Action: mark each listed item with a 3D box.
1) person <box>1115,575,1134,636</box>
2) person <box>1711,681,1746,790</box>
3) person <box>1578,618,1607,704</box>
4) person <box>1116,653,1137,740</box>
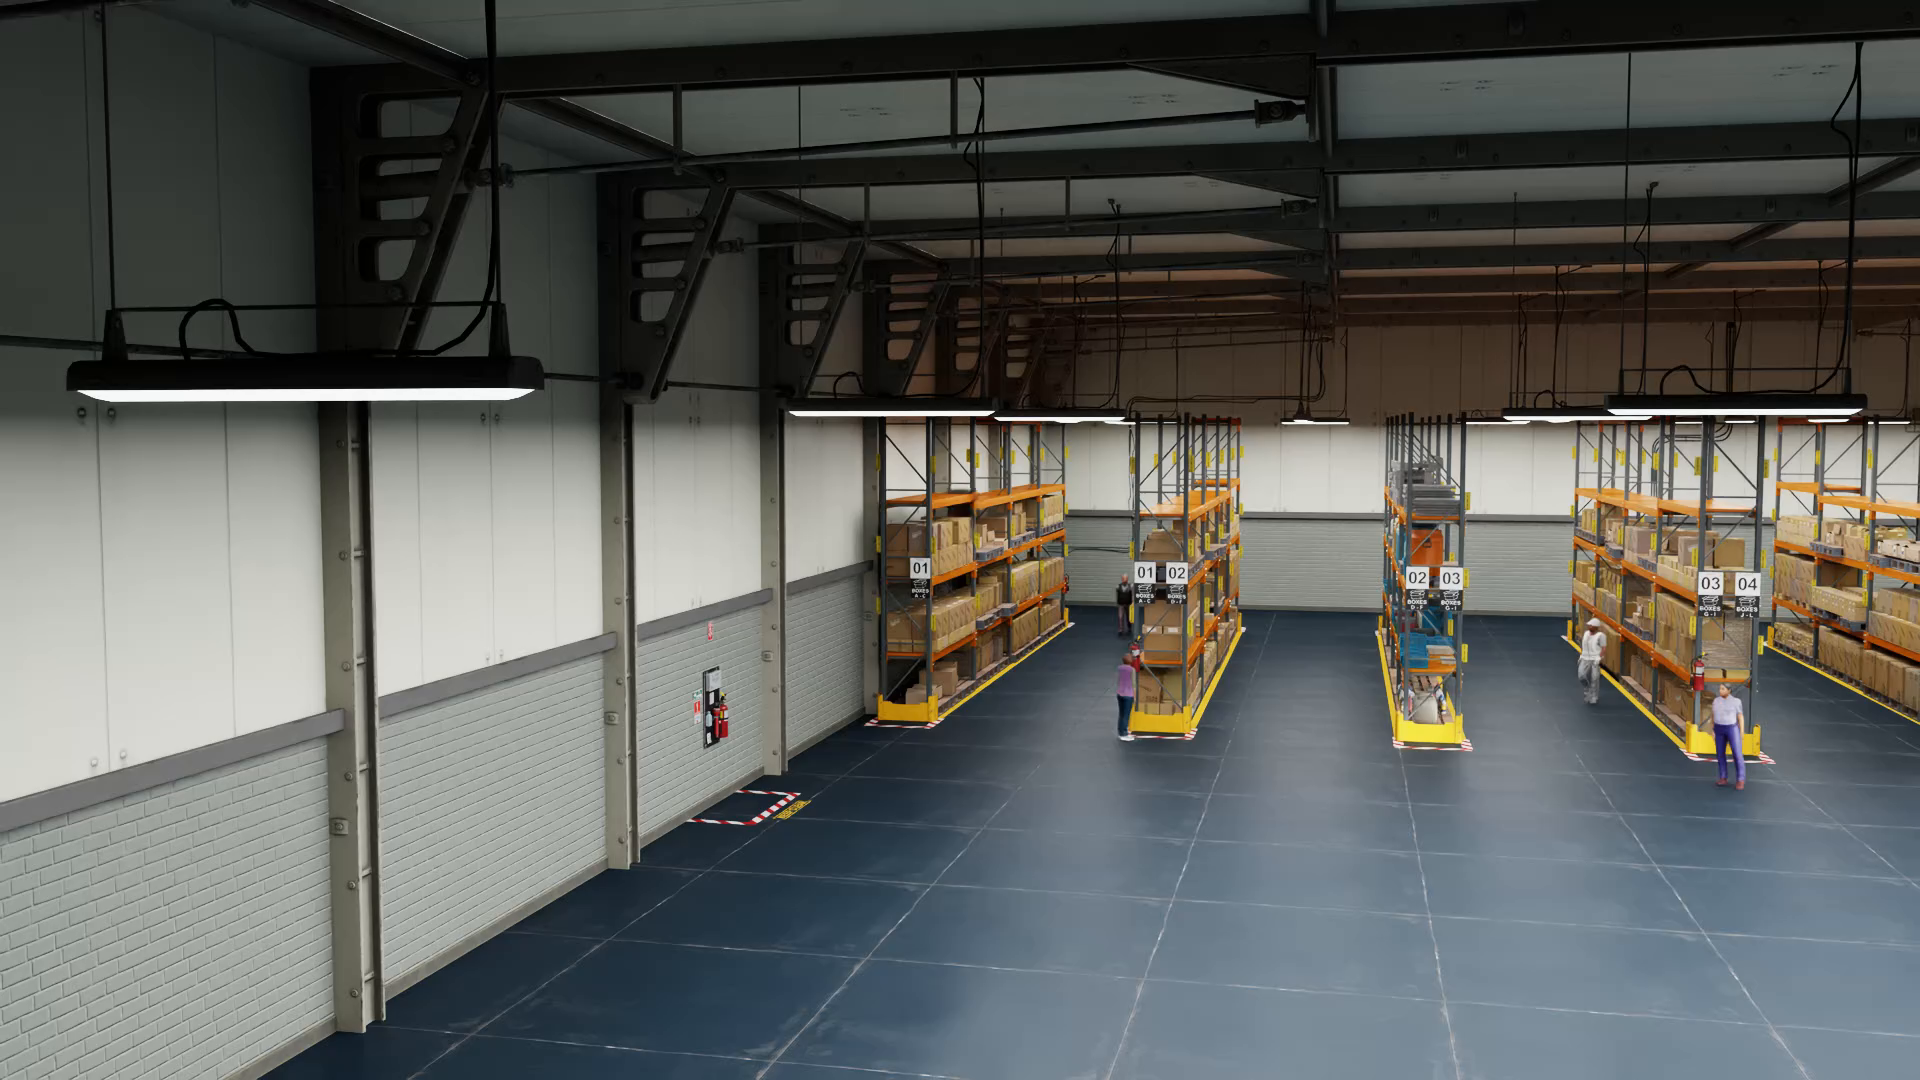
[{"bbox_3d":[4.542,1.793,45.736,0.564,1.682,1.008,1,4,11],"label":"person"},{"bbox_3d":[12.276,3.105,26.581,0.591,1.669,0.424,4,5,45],"label":"person"},{"bbox_3d":[13.066,2.513,34.424,0.605,1.787,0.710,2,5,32],"label":"person"},{"bbox_3d":[3.063,2.865,30.433,0.377,1.611,0.432,-3,5,-41],"label":"person"}]
